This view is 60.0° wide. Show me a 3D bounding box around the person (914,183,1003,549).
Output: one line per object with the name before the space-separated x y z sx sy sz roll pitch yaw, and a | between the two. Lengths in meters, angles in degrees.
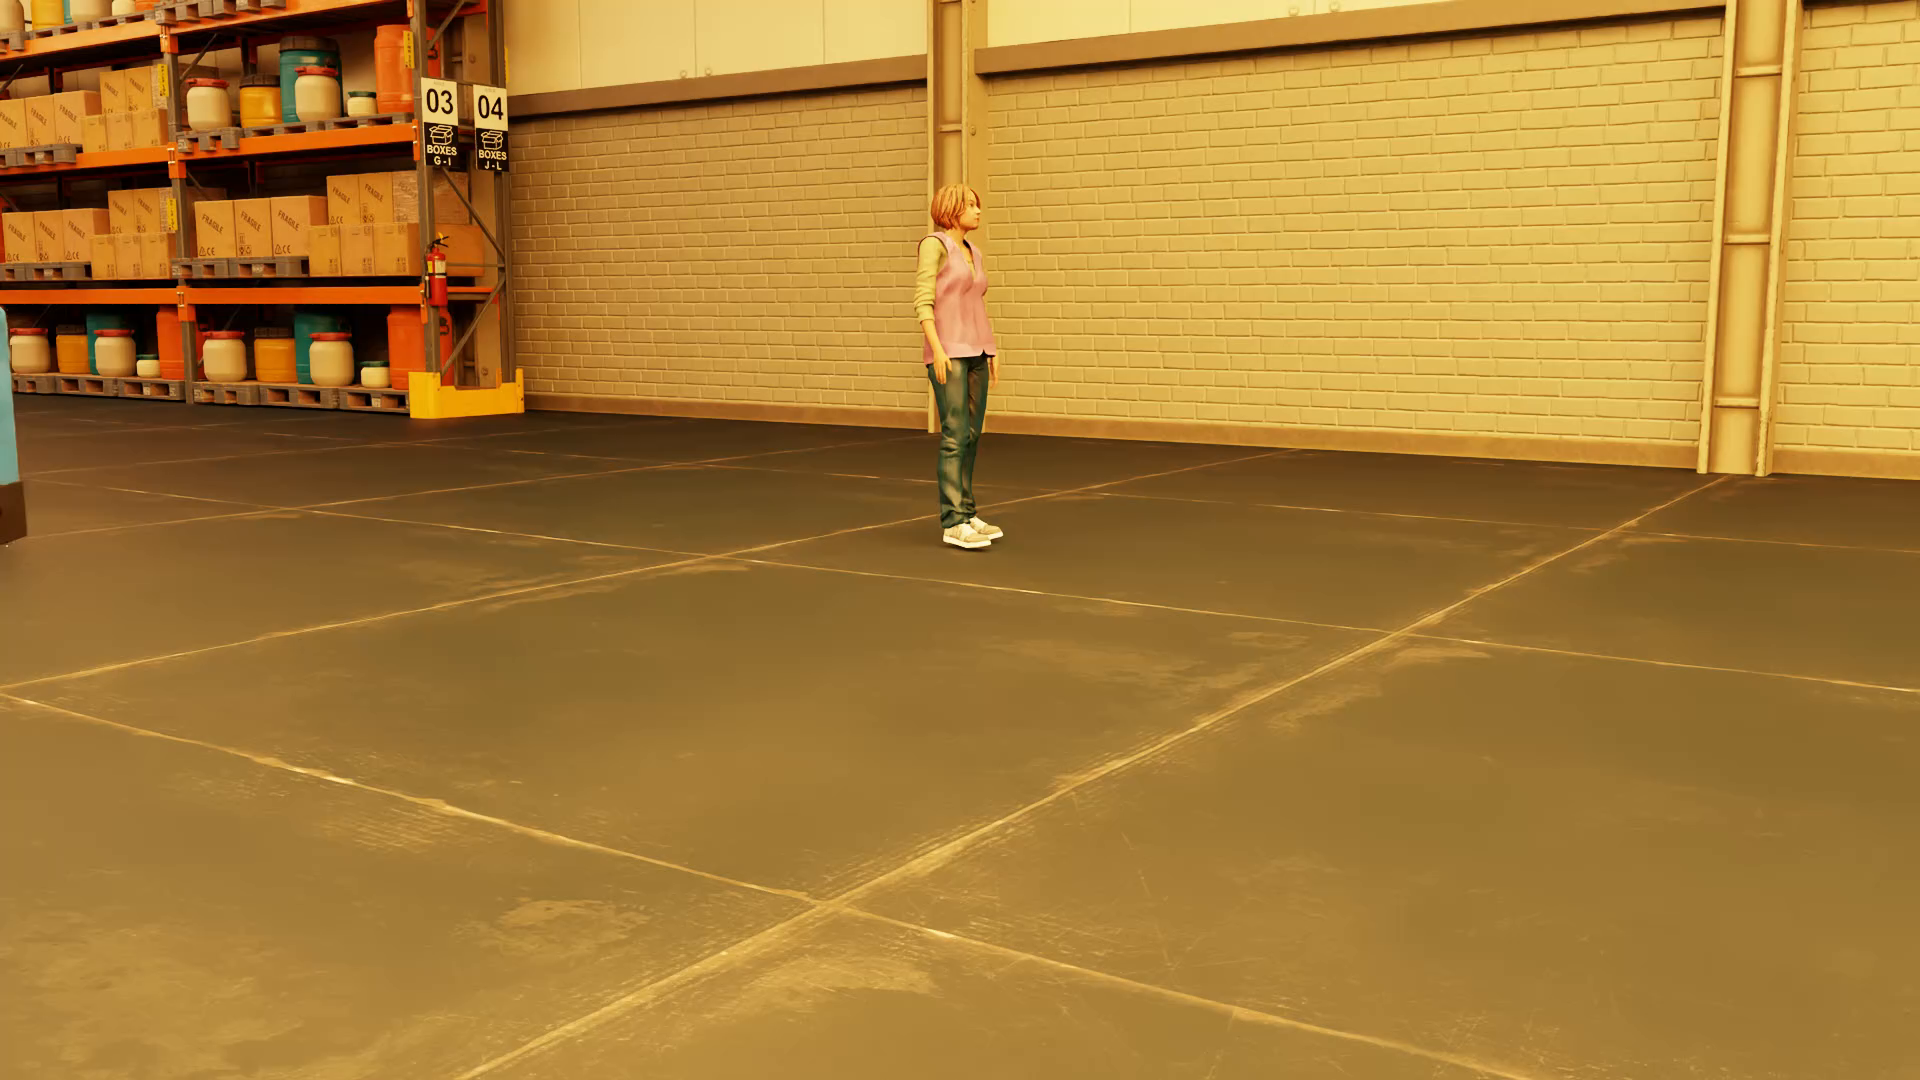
person | 0.053 -0.791 7.438 0.476 1.597 0.520 5 10 34

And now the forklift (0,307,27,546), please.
forklift | -5.459 -1.299 6.326 3.031 2.935 1.130 -2 8 -11
